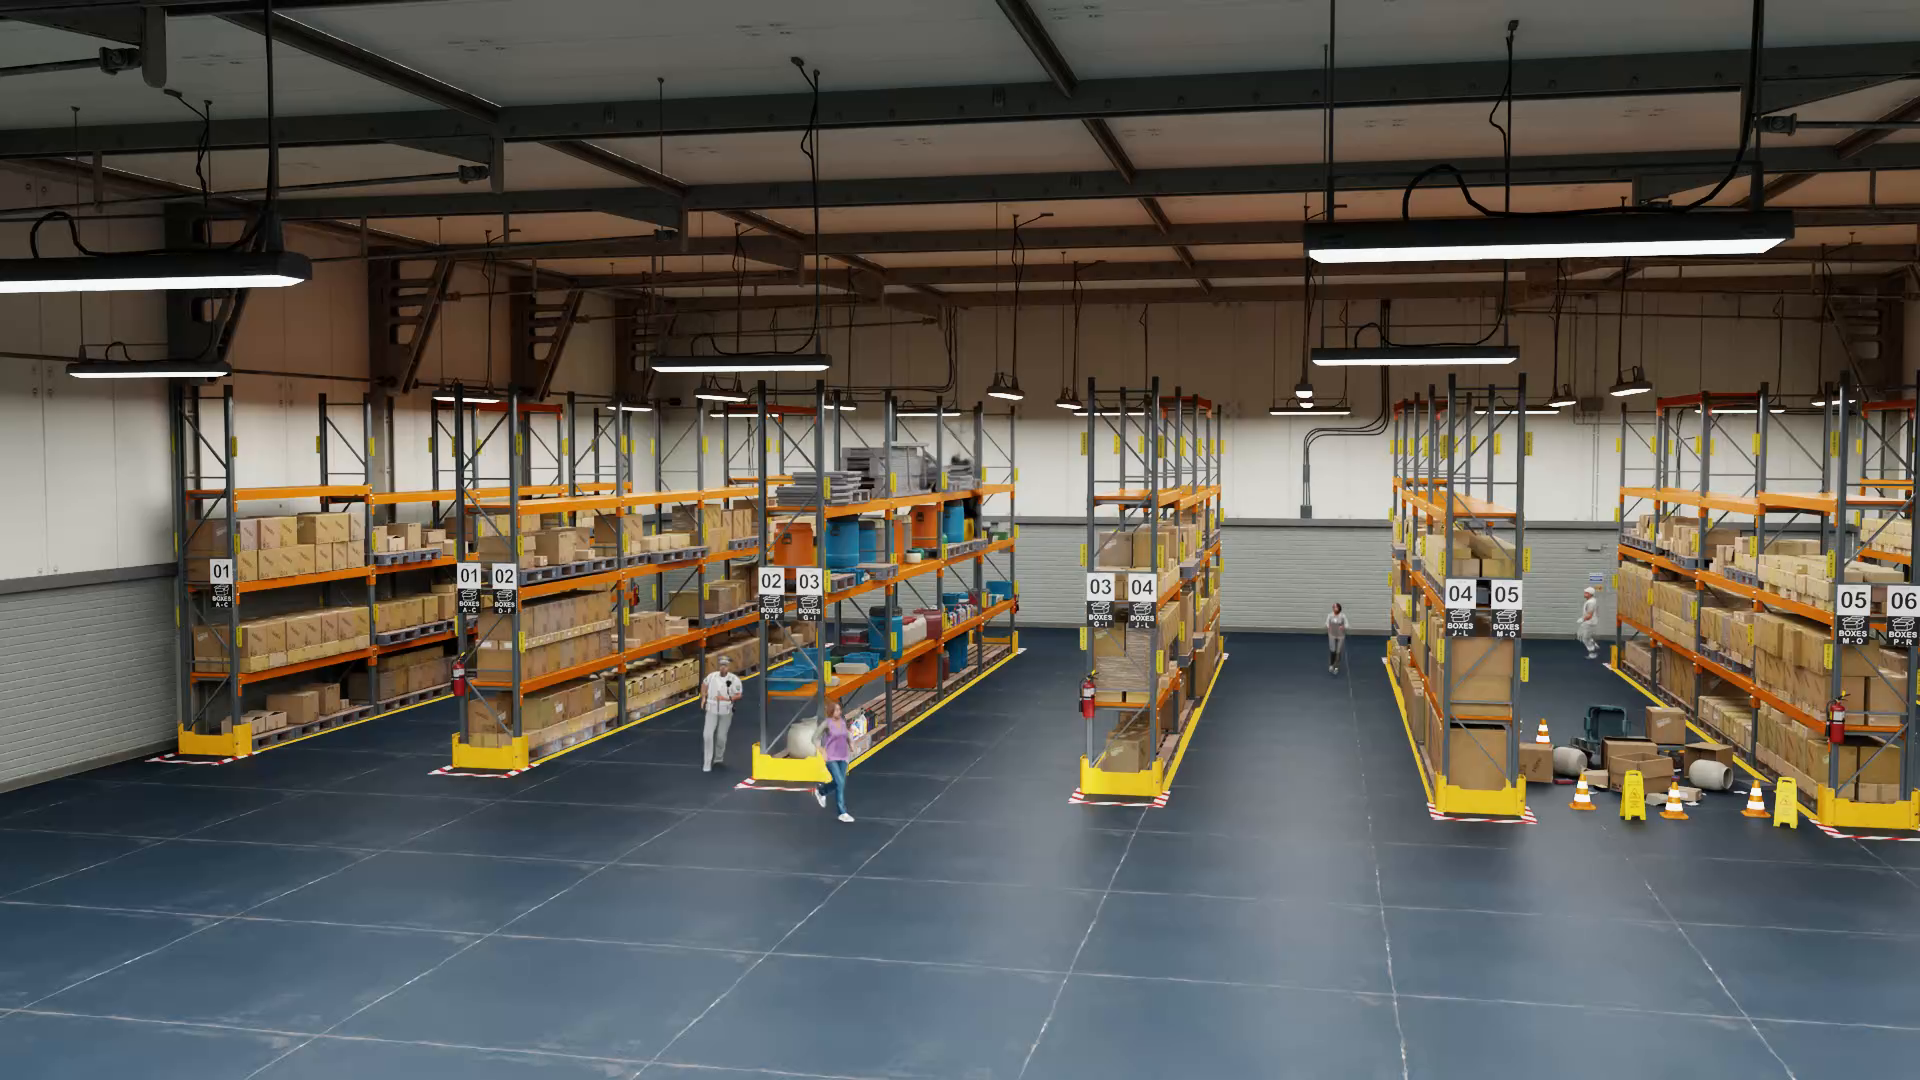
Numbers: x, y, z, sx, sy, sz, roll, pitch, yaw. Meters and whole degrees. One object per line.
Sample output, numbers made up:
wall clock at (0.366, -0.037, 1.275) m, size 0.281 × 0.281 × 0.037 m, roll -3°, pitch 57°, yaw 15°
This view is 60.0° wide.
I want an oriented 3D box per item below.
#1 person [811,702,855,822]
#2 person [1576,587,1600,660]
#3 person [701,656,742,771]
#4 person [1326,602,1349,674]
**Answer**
person at (-1.712, 2.955, 22.352) m, size 0.565 × 1.577 × 0.823 m, roll -3°, pitch 4°, yaw -45°
person at (14.737, 1.958, 38.983) m, size 0.564 × 1.723 × 0.706 m, roll 1°, pitch 3°, yaw 16°
person at (-3.719, 2.708, 25.947) m, size 0.653 × 1.846 × 0.707 m, roll 0°, pitch 3°, yaw -3°
person at (8.291, 2.162, 36.582) m, size 0.512 × 1.578 × 0.631 m, roll 1°, pitch 3°, yaw 18°
